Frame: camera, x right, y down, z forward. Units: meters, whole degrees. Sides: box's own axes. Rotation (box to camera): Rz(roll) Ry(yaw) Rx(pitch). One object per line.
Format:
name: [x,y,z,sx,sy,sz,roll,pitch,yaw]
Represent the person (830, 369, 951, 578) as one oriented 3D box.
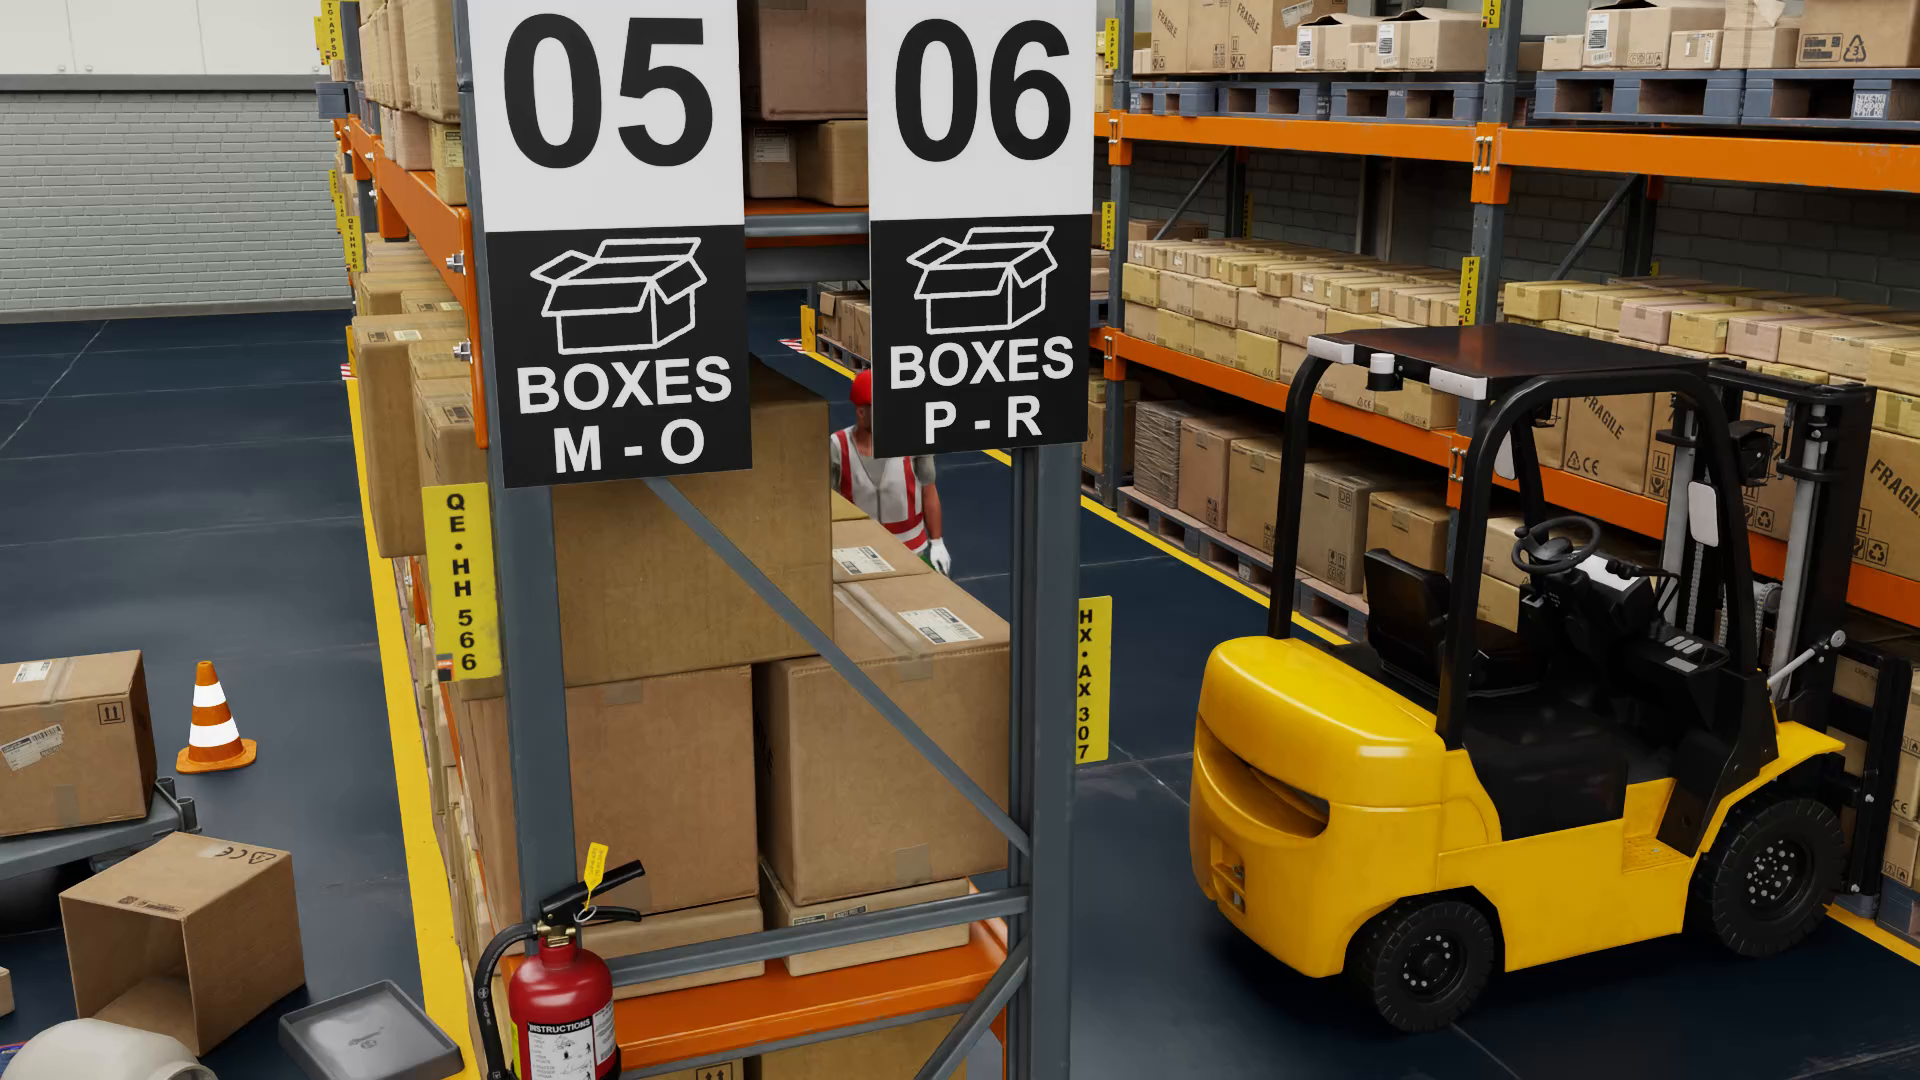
person: [-0.325,0.098,7.565,0.737,1.781,0.390,0,15,-1]
